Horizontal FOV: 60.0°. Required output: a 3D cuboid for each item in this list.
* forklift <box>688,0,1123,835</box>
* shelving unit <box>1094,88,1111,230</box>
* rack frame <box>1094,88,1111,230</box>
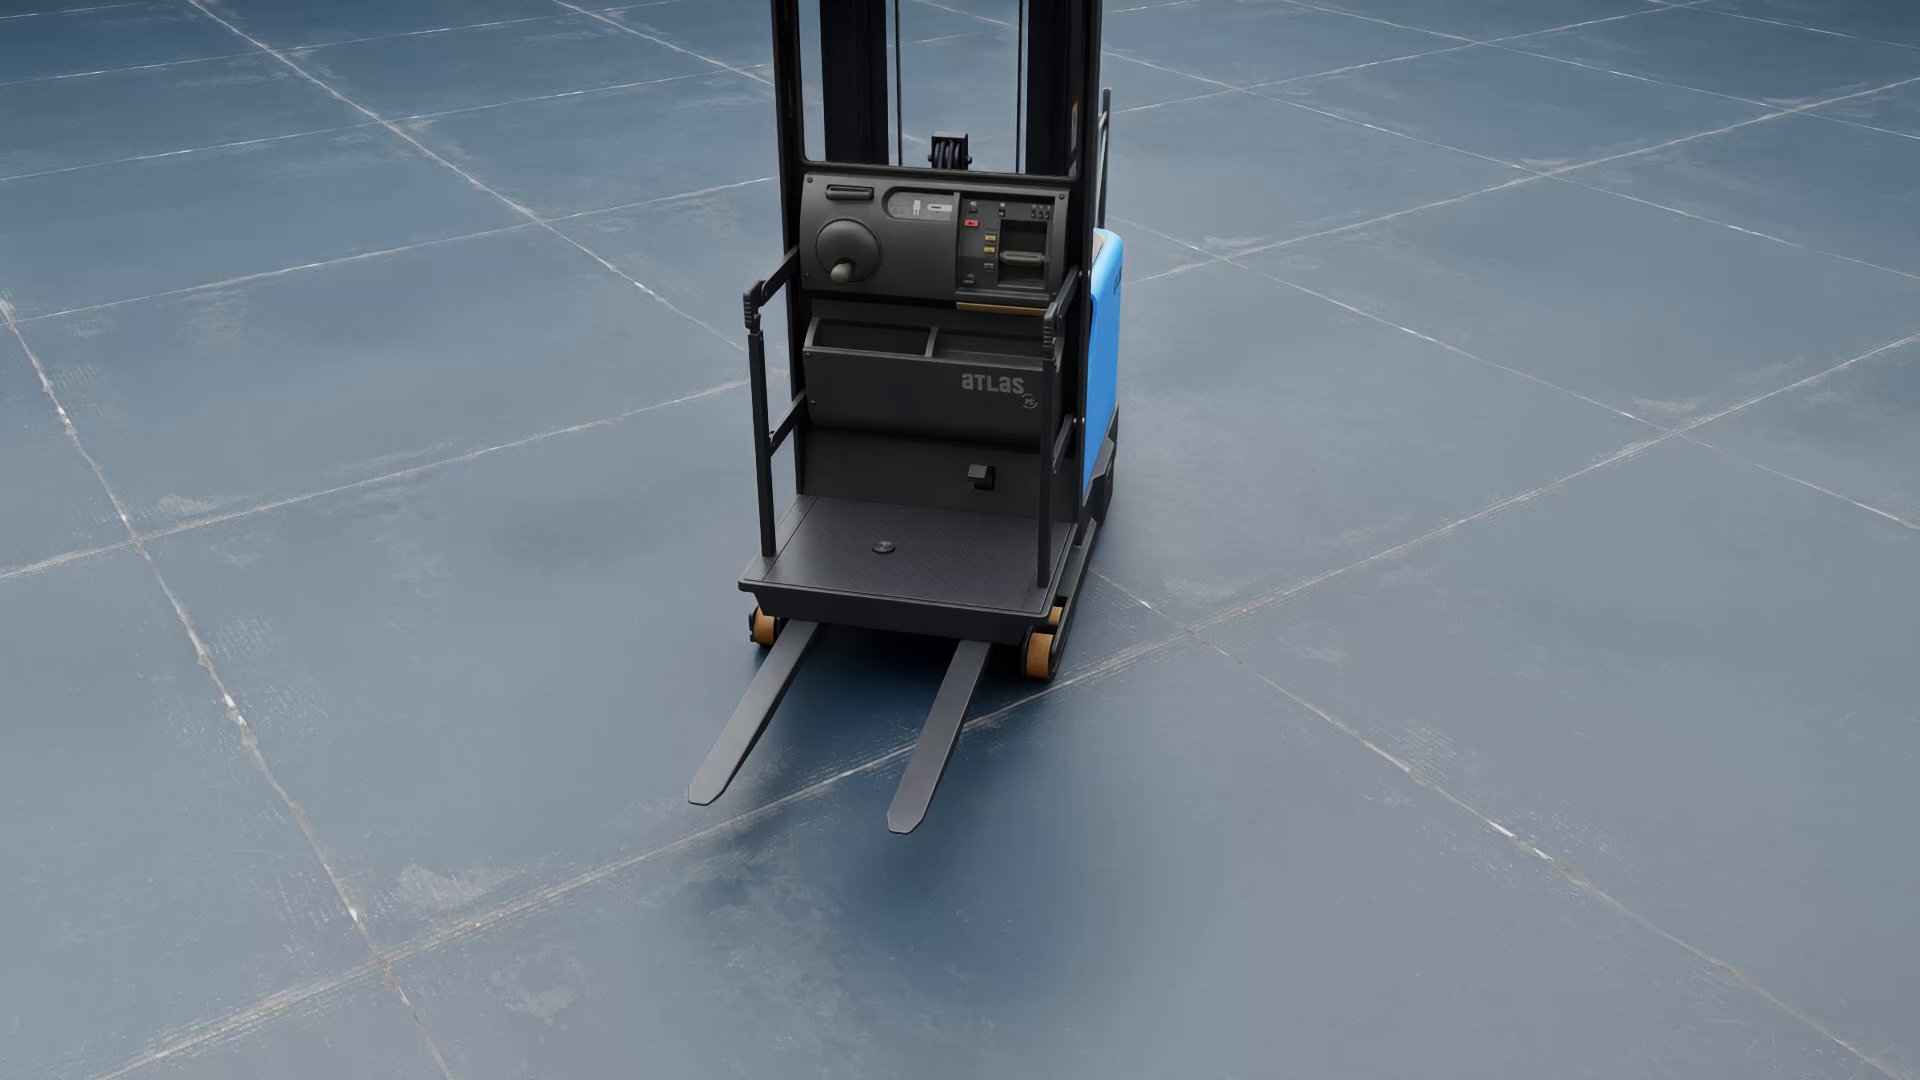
[{"bbox_3d":[-0.139,-0.994,5.510,1.130,2.935,3.031,6,29,11],"label":"forklift"},{"bbox_3d":[0.095,-1.230,7.439,1.048,1.500,0.538,5,29,9],"label":"shelving unit"},{"bbox_3d":[0.595,-1.186,7.359,0.032,1.500,0.500,5,29,9],"label":"rack frame"}]
